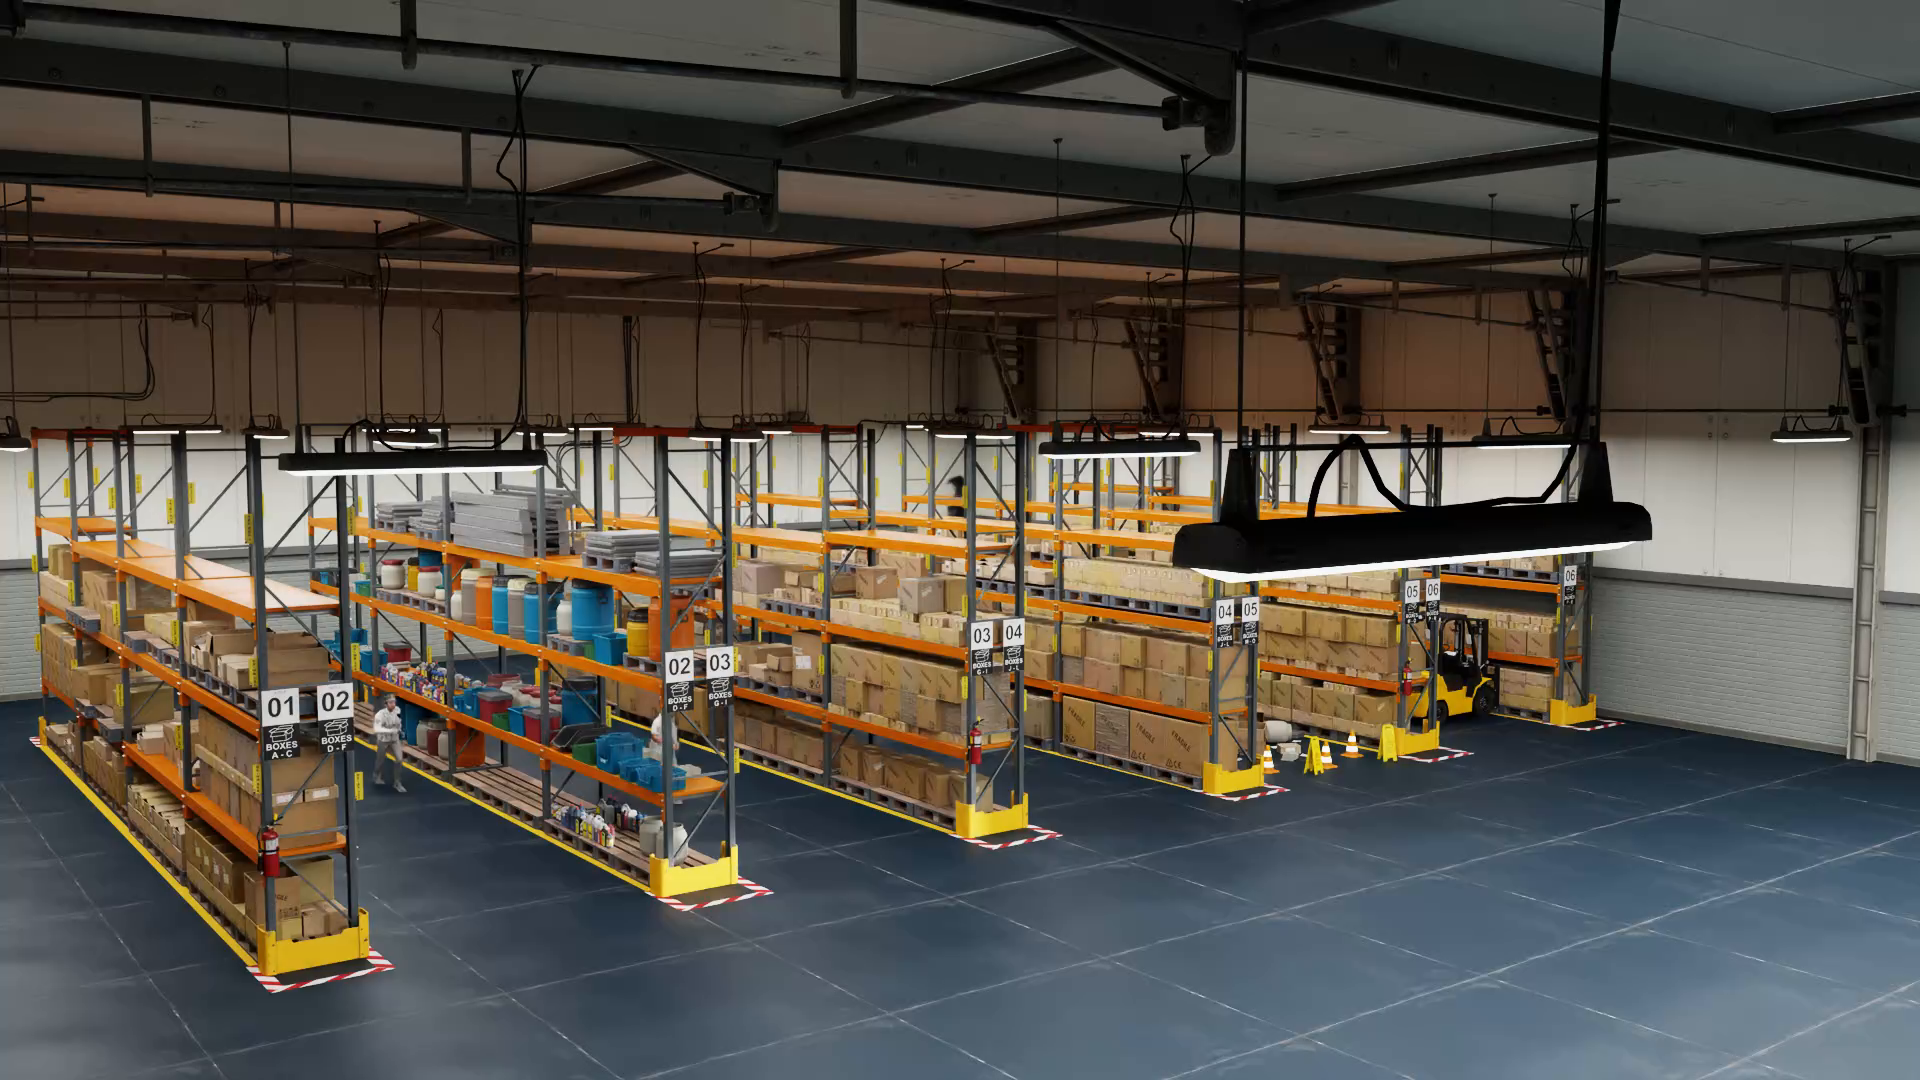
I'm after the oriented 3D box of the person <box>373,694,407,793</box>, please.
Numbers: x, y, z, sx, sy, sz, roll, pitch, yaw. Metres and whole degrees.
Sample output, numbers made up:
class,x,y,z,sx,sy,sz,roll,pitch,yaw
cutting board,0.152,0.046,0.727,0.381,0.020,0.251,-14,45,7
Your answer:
class,x,y,z,sx,sy,sz,roll,pitch,yaw
person,-9.497,3.345,27.611,0.598,1.662,0.942,-4,6,-41

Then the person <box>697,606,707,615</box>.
class,x,y,z,sx,sy,sz,roll,pitch,yaw
person,-6.379,2.337,41.014,0.565,1.586,0.607,-1,5,-7

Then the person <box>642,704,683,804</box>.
class,x,y,z,sx,sy,sz,roll,pitch,yaw
person,-4.845,3.382,26.693,0.832,1.731,0.658,2,5,21
